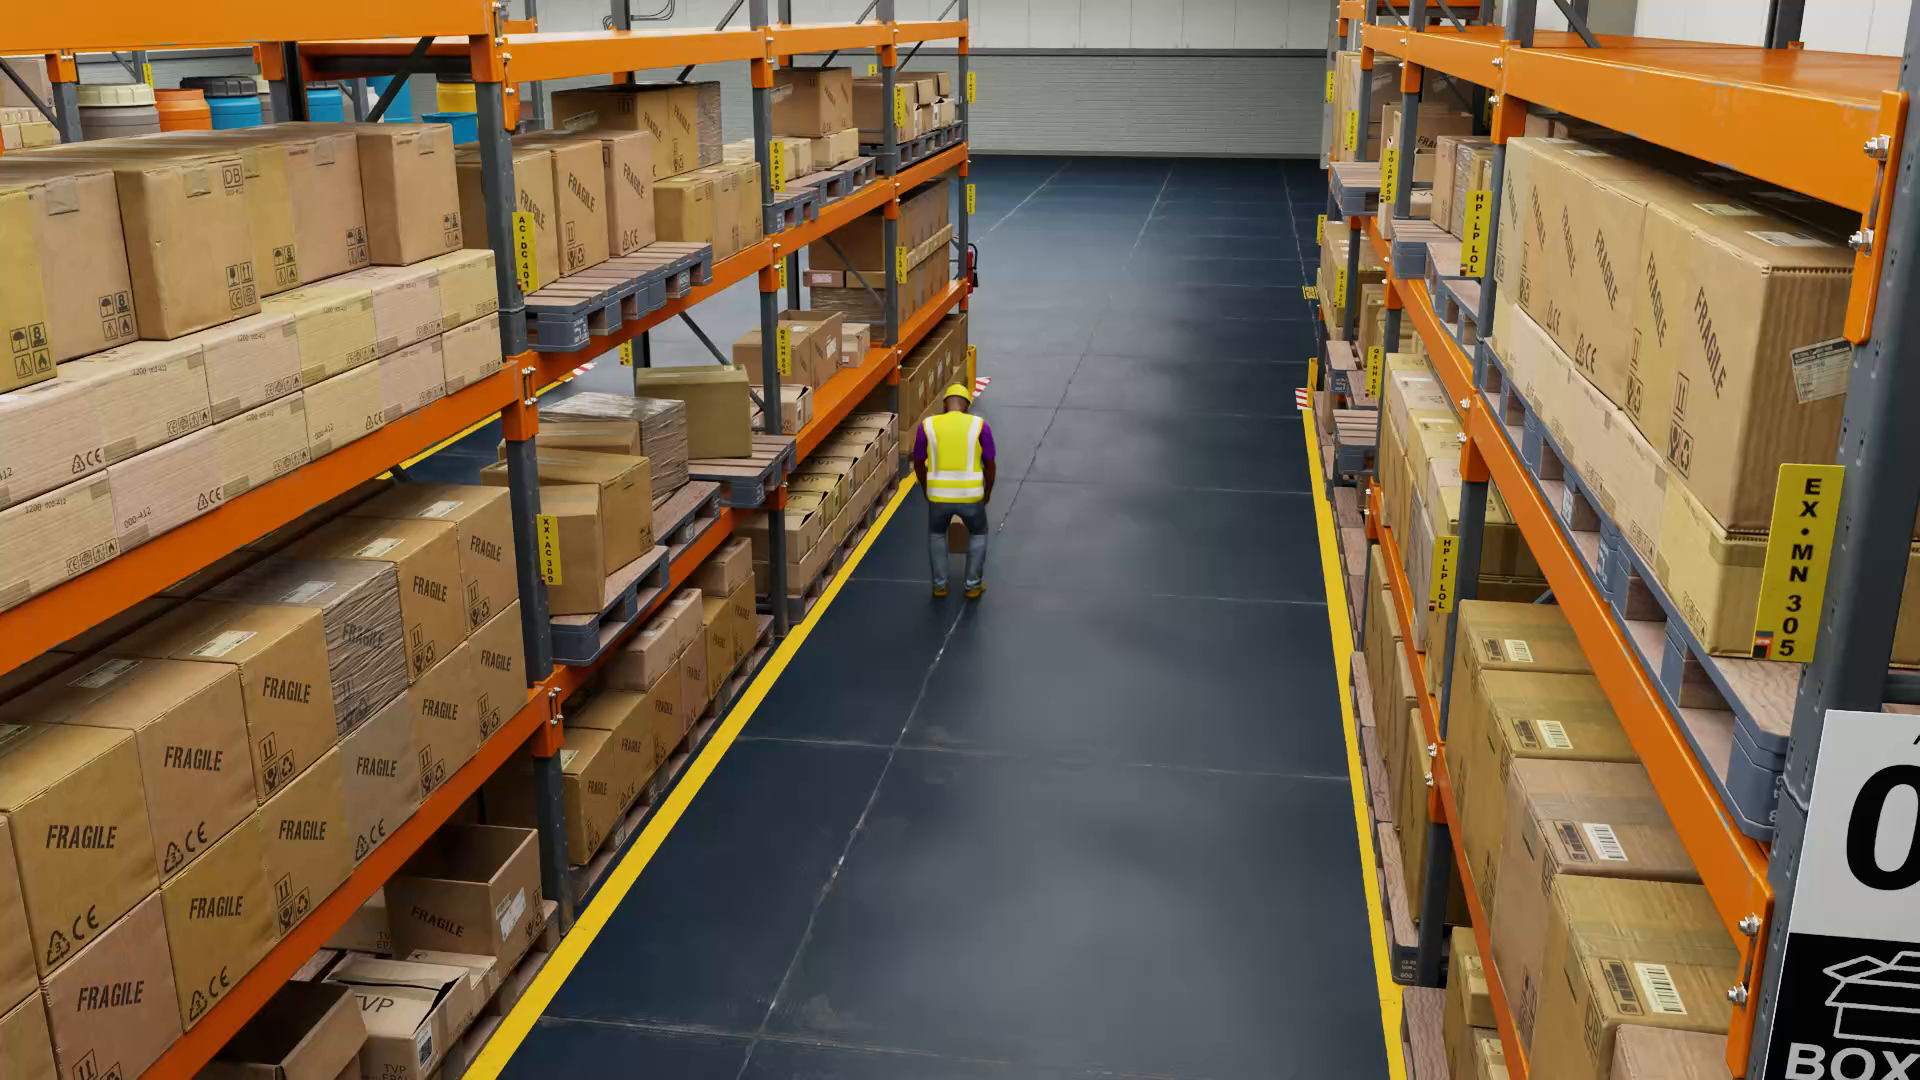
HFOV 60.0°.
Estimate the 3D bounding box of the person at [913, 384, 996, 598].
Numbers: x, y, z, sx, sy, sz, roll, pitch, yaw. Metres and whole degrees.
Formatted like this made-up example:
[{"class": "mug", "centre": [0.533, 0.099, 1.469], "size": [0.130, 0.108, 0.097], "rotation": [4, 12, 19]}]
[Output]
[{"class": "person", "centre": [-0.048, -0.361, 12.469], "size": [0.622, 1.568, 0.644], "rotation": [3, 18, 9]}]
